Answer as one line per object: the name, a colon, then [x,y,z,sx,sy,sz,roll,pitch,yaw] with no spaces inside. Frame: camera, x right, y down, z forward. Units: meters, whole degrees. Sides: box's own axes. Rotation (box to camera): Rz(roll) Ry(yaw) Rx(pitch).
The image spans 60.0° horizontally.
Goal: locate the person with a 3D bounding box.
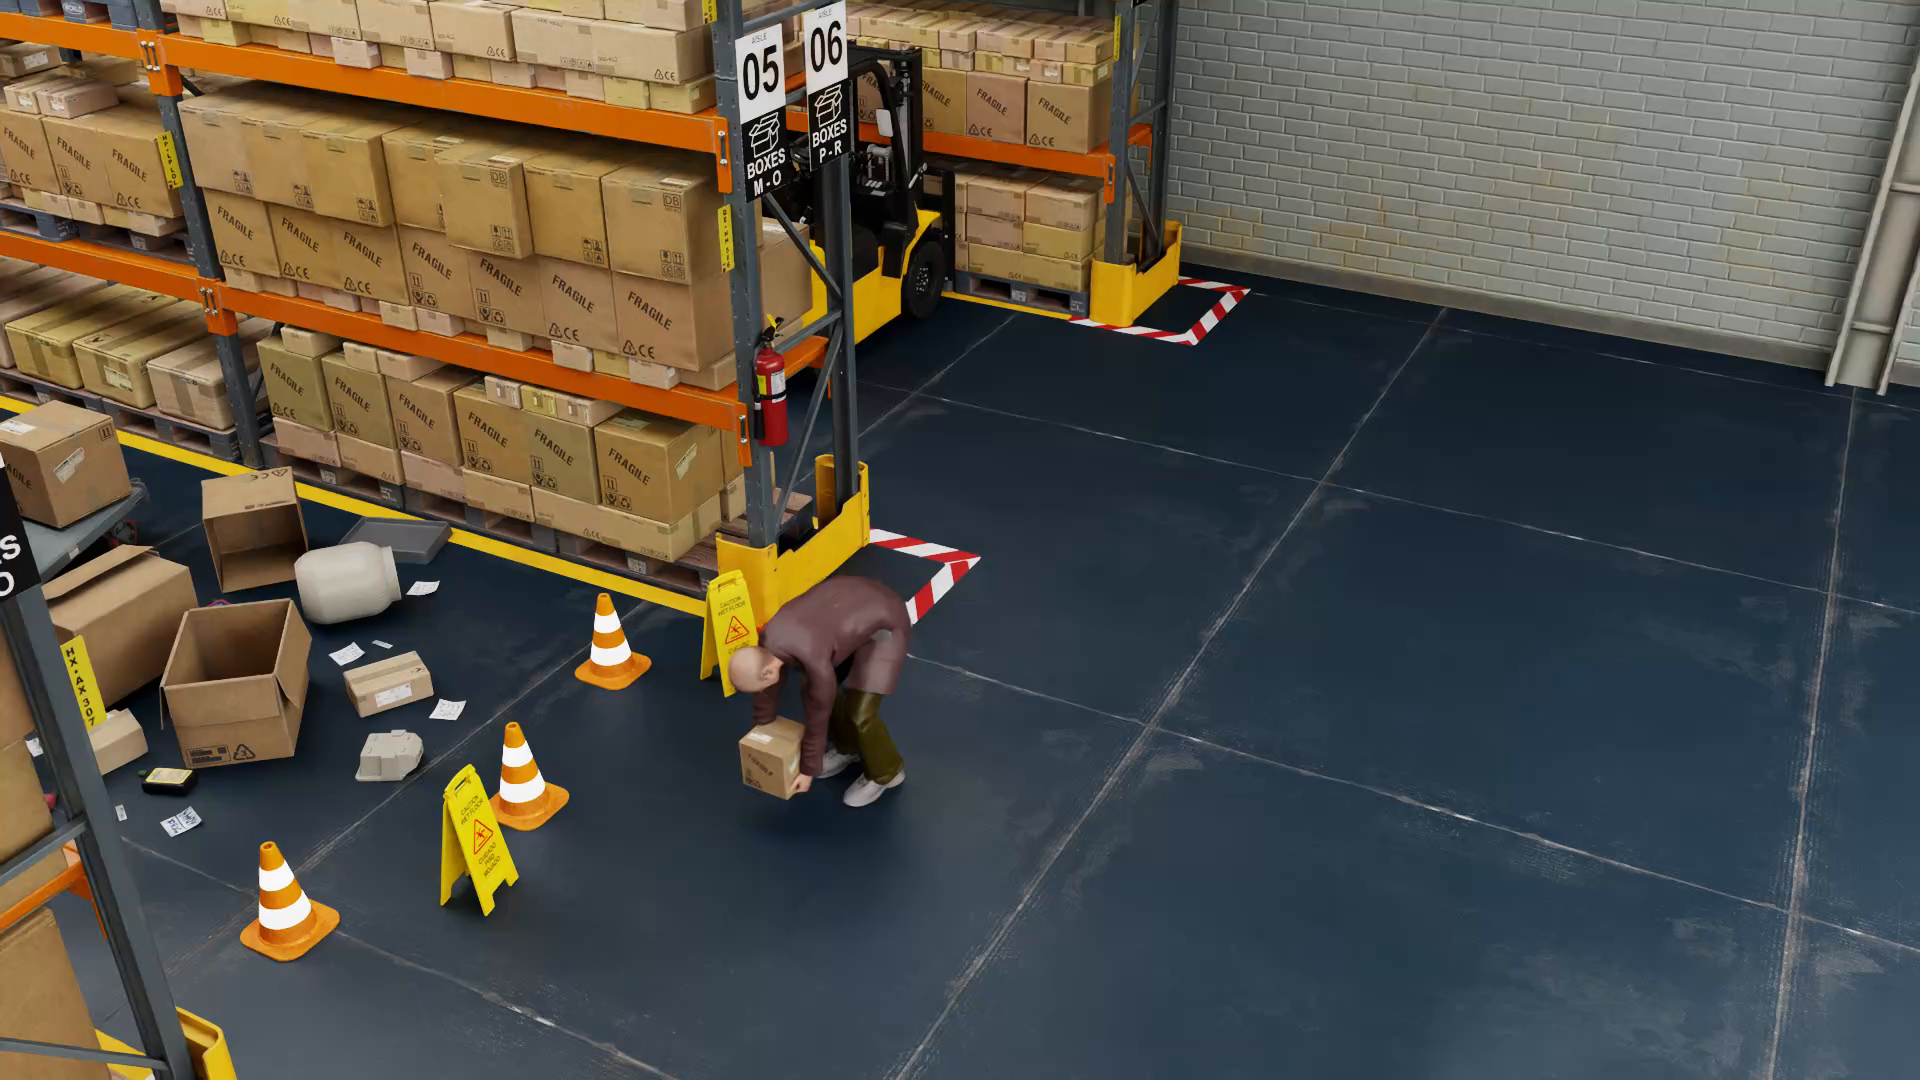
person: [-0.458,0.388,7.633,0.429,1.772,0.643,-23,37,-34]
